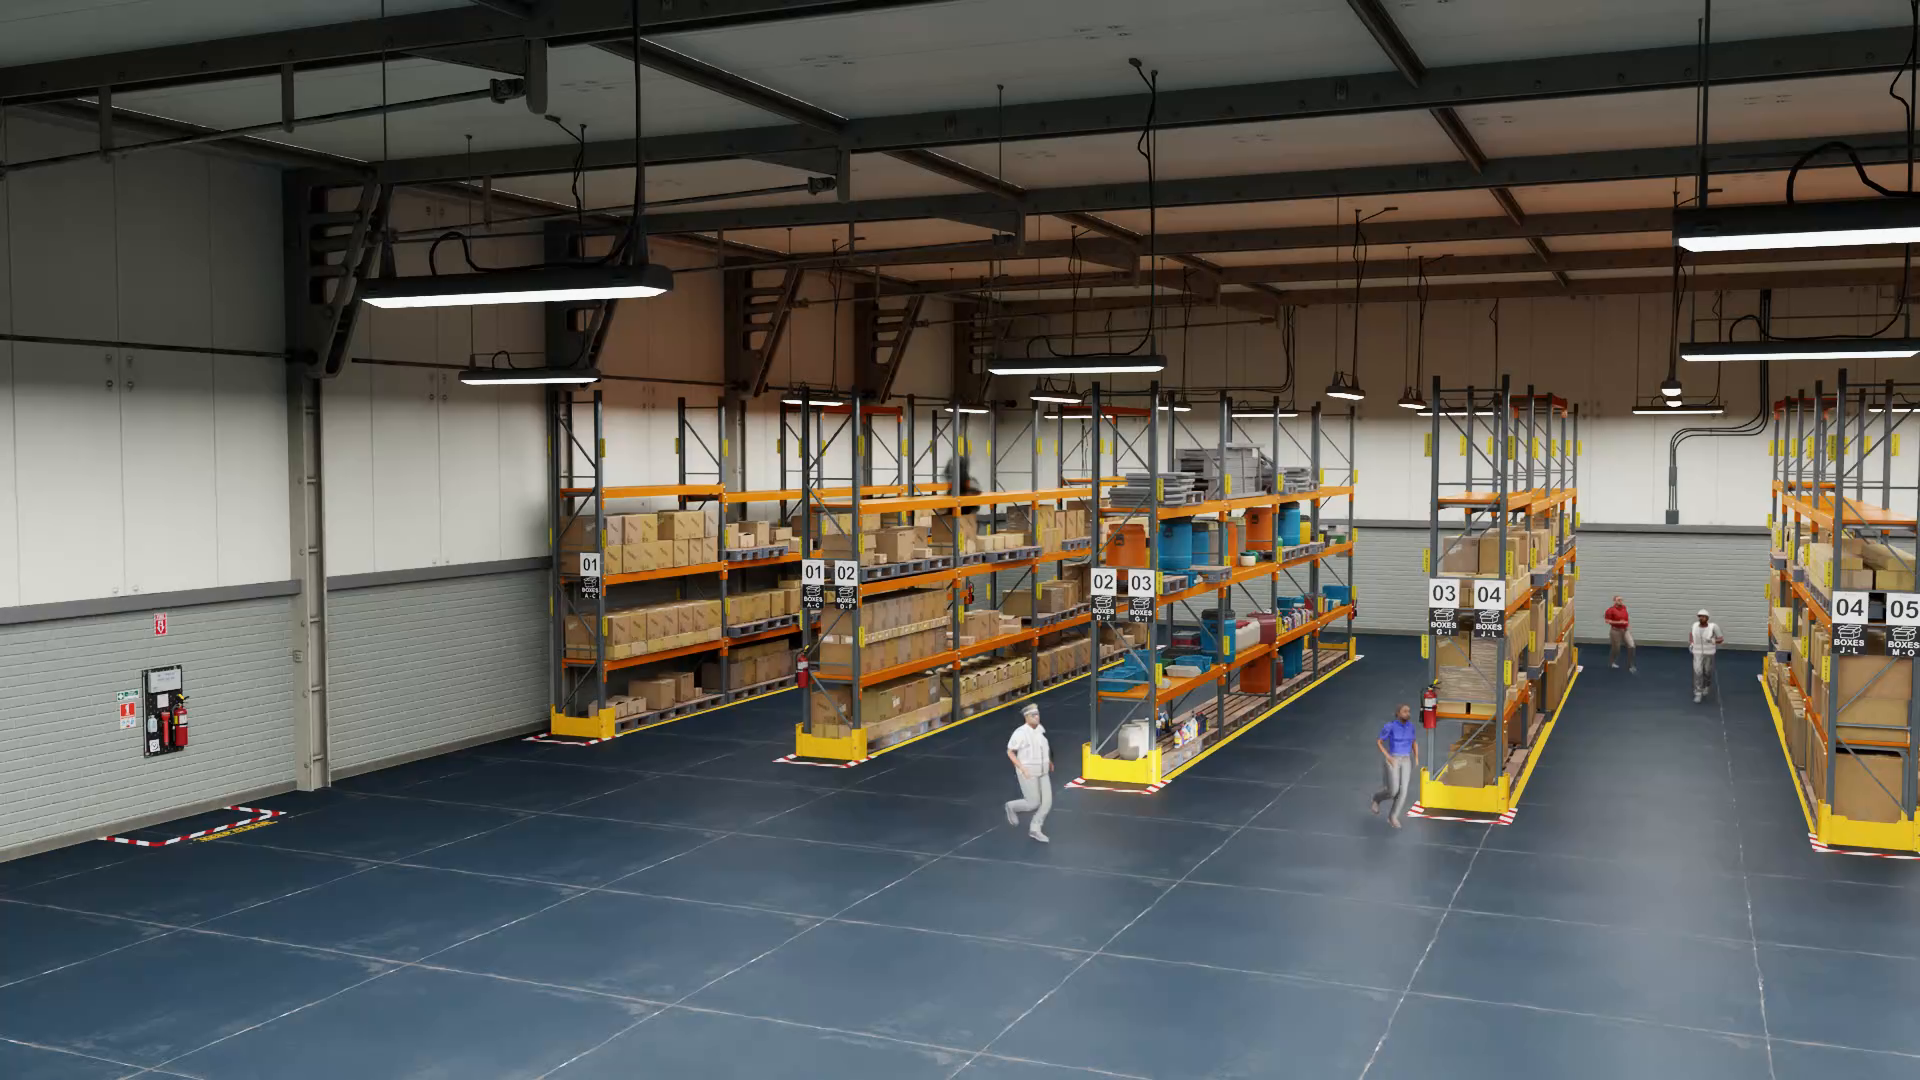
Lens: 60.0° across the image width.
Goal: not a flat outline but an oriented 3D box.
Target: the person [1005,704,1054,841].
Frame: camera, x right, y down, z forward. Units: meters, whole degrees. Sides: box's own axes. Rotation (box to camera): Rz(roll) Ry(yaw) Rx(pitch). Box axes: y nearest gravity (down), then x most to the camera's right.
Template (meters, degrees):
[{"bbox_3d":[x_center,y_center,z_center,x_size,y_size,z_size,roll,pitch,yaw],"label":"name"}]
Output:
[{"bbox_3d":[0.904,2.964,21.368,0.671,1.749,0.657,-3,4,-41],"label":"person"}]

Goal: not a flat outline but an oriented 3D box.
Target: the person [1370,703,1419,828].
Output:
[{"bbox_3d":[5.845,2.986,22.229,0.598,1.631,0.607,-1,3,-18],"label":"person"}]

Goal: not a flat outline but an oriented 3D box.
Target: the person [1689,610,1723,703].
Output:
[{"bbox_3d":[14.786,2.281,32.996,0.661,1.807,0.923,2,4,31],"label":"person"}]

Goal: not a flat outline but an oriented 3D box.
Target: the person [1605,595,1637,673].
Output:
[{"bbox_3d":[14.738,2.121,37.285,0.702,1.780,0.738,-1,3,-15],"label":"person"}]
